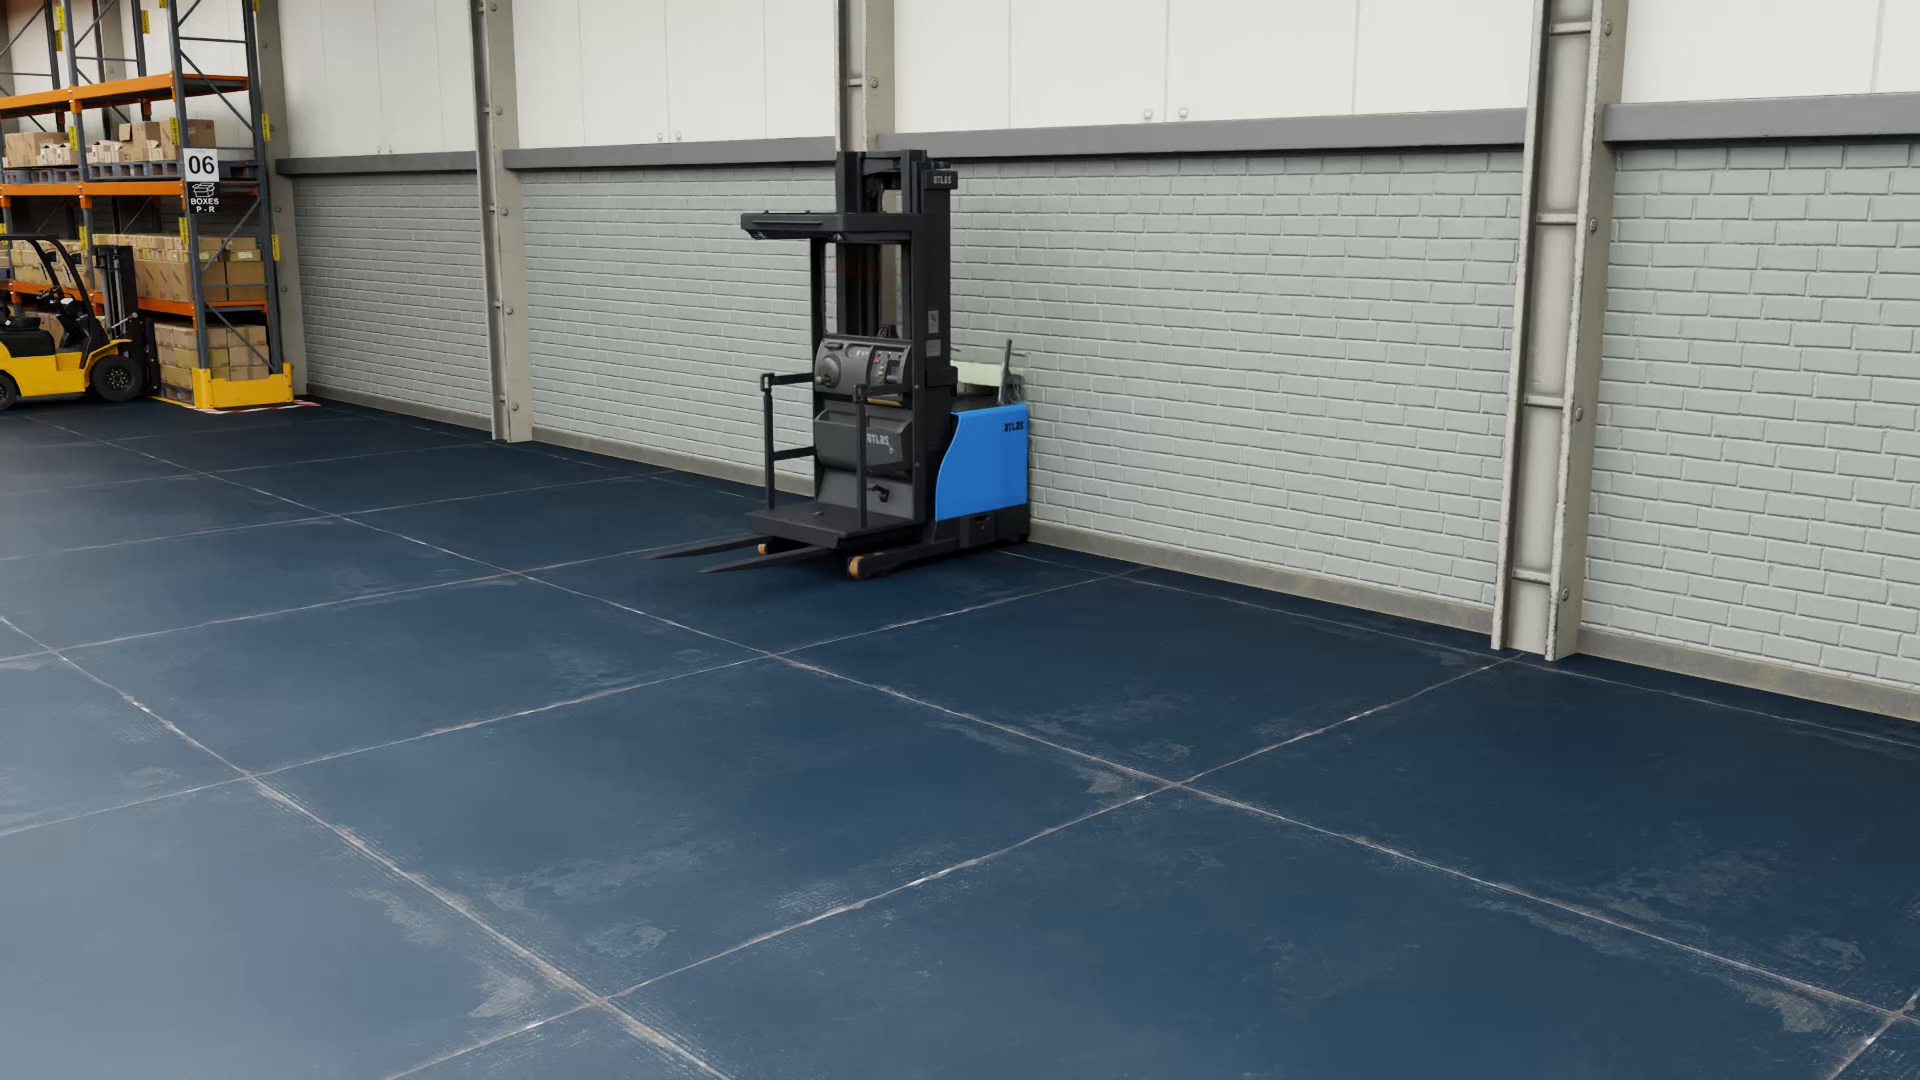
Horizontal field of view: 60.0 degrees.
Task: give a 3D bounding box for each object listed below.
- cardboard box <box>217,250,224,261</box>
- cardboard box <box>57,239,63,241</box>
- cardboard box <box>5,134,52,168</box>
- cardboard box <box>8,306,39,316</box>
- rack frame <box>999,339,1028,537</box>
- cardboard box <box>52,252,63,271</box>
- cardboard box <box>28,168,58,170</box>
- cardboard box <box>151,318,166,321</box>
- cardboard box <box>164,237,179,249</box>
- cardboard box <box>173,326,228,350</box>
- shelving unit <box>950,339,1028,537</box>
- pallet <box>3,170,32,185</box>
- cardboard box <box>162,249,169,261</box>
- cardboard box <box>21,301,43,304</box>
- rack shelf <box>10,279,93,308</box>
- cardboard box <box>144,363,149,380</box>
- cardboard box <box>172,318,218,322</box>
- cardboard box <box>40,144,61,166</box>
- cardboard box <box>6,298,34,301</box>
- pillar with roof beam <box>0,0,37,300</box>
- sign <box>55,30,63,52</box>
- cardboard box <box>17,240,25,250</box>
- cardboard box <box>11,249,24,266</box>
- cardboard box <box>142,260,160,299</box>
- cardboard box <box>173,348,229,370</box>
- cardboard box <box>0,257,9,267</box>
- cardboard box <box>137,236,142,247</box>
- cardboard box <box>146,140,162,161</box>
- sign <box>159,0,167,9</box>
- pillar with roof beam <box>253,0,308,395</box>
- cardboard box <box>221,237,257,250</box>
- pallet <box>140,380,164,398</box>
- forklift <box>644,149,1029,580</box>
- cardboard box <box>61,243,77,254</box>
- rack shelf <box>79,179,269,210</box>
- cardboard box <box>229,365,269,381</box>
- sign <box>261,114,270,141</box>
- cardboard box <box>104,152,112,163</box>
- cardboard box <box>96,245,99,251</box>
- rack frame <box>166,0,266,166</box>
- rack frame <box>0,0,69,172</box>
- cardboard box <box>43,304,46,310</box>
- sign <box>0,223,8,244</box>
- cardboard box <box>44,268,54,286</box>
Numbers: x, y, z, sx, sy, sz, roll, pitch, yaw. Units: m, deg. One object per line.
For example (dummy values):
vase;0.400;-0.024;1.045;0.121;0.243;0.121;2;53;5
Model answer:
cardboard box;-9.486;-3.704;21.600;0.380;0.149;0.250;-11;16;-43
cardboard box;-14.376;-4.739;26.626;0.380;0.149;0.250;-10;15;-41
cardboard box;-14.423;-6.025;25.752;0.500;0.500;0.500;-11;16;-42
cardboard box;-15.271;-3.728;27.118;0.250;0.149;0.380;11;16;42
rack frame;0.405;-0.756;12.656;0.023;1.500;0.400;11;6;43
cardboard box;-13.218;-4.165;24.827;0.500;0.250;0.500;-10;16;-41
cardboard box;-14.827;-6.069;26.887;0.380;0.149;0.250;-11;16;-42
cardboard box;-11.180;-2.895;22.827;0.500;0.250;0.500;-10;15;-41
cardboard box;-10.133;-3.872;21.681;0.380;0.149;0.250;-11;16;-42
cardboard box;-9.766;-2.597;21.377;0.500;0.250;0.500;-10;15;-41
shelving unit;0.143;-0.808;12.906;0.755;1.500;0.431;11;6;43
pallet;-14.214;-5.682;26.091;1.213;0.211;1.003;-10;15;-40
cardboard box;-10.160;-3.720;21.678;0.380;0.149;0.250;-11;16;-43
cardboard box;-15.813;-3.992;28.399;0.380;0.149;0.250;-11;16;-42
rack shelf;-13.366;-3.748;25.451;1.077;0.370;4.000;-11;16;-43
cardboard box;-10.826;-2.329;22.554;0.500;0.250;0.500;-10;15;-41
cardboard box;-10.452;-2.892;22.811;0.500;0.250;0.500;-11;16;-44
cardboard box;-13.191;-5.672;24.507;0.500;0.311;0.500;11;16;43
cardboard box;-16.491;-4.156;29.194;0.250;0.149;0.380;11;16;42
pillar with roof beam;-20.452;-7.541;27.214;9.100;9.000;0.400;-11;16;-43
sign;-14.348;-7.943;26.457;0.100;0.325;0.005;-11;16;-43
cardboard box;-14.555;-4.632;26.106;0.380;0.149;0.250;-10;16;-41
cardboard box;-14.635;-4.461;26.263;0.500;0.250;0.500;-11;16;-43
cardboard box;-10.458;-3.460;22.025;0.500;0.500;0.500;-11;16;-44
cardboard box;-9.785;-2.356;21.446;0.500;0.250;0.500;-11;16;-43
cardboard box;-15.478;-4.517;26.984;0.380;0.149;0.250;-11;16;-42
cardboard box;-10.847;-4.022;22.406;0.380;0.149;0.250;-11;16;-42
cardboard box;-10.189;-4.998;21.347;0.396;0.266;0.258;-11;16;-42
sign;-9.625;-6.585;20.063;0.100;0.325;0.005;-11;16;-43
pillar with roof beam;-12.165;-5.790;18.713;9.100;9.000;0.400;-11;16;-43
cardboard box;-9.300;-3.815;21.405;0.380;0.149;0.250;-11;16;-44
pallet;-10.619;-2.142;22.787;1.003;0.211;1.213;-11;16;-43
forklift;-0.852;-1.275;11.838;1.130;2.935;3.031;11;16;43
cardboard box;-12.981;-4.292;24.454;0.250;0.149;0.380;11;16;43
rack shelf;-10.604;-4.633;22.314;1.077;0.370;4.000;-11;16;-43
cardboard box;-9.420;-2.182;21.843;0.500;0.250;0.500;-11;16;-42
sign;-8.817;-5.237;21.100;0.100;0.325;0.005;-11;16;-43
cardboard box;-11.364;-5.189;22.564;0.380;0.149;0.250;-10;15;-41
cardboard box;-11.955;-4.092;23.482;0.380;0.149;0.250;-11;16;-43
rack frame;-9.222;-6.163;20.522;1.000;3.000;0.127;-11;16;-43
rack frame;-14.747;-7.330;26.189;1.000;3.000;0.127;-11;16;-43
cardboard box;-15.046;-3.853;27.726;0.380;0.149;0.250;-10;15;-41
sign;-15.133;-4.843;26.312;0.100;0.325;0.005;-11;16;-43
cardboard box;-13.556;-3.995;25.242;0.500;0.250;0.500;-10;15;-41
